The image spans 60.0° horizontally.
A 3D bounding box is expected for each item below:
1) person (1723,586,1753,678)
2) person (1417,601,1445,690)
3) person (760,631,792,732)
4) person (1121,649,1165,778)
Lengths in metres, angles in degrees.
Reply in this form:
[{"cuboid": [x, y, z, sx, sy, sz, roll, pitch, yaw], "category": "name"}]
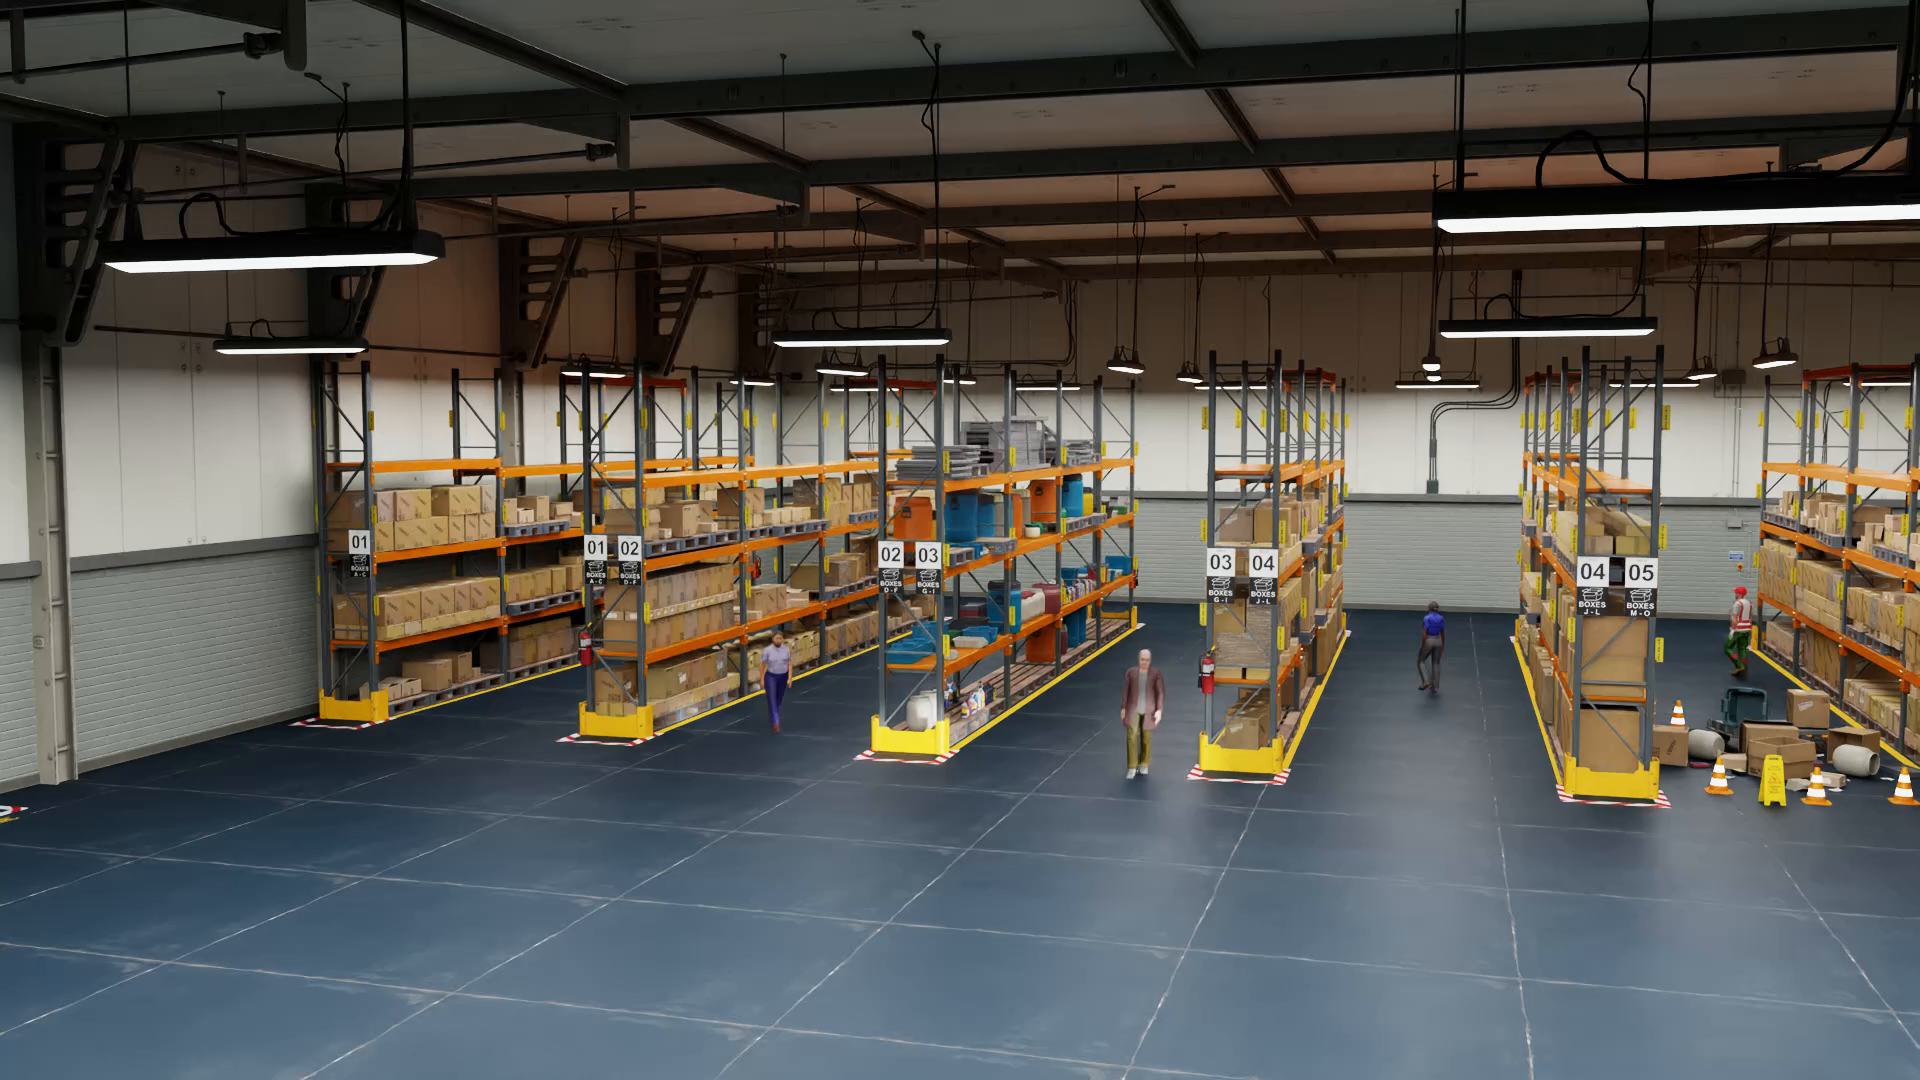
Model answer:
[{"cuboid": [15.253, 1.791, 32.462, 0.603, 1.790, 0.472, -2, 5, -26], "category": "person"}, {"cuboid": [8.780, 1.974, 30.966, 0.505, 1.679, 0.383, -1, 4, -14], "category": "person"}, {"cuboid": [-2.963, 2.261, 26.897, 0.529, 1.593, 0.988, -3, 5, -32], "category": "person"}, {"cuboid": [2.573, 2.469, 23.500, 0.644, 1.849, 0.564, 1, 4, 15], "category": "person"}]
